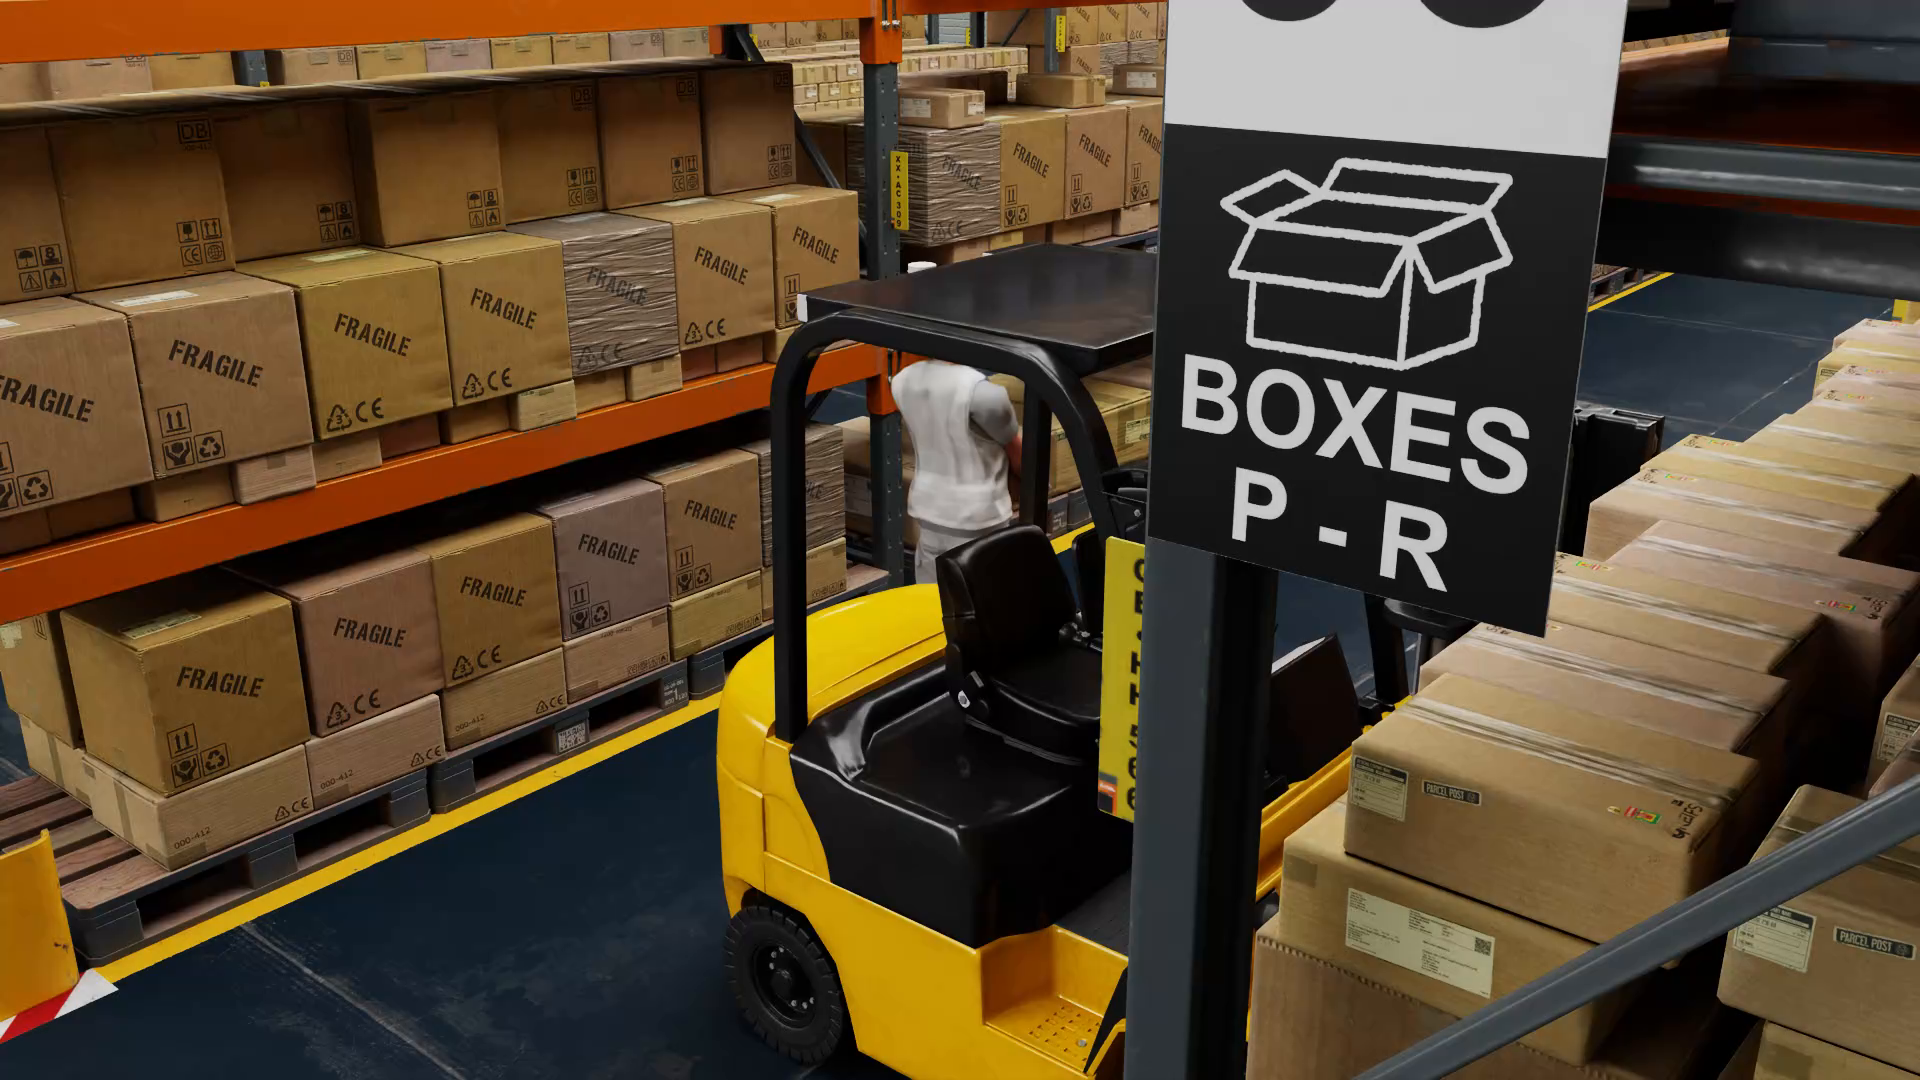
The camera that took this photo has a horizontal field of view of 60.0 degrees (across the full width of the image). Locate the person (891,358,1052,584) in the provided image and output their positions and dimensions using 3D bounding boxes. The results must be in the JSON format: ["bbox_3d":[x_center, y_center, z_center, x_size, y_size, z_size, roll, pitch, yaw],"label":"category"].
[{"bbox_3d":[0.058,-0.096,6.310,0.494,1.783,0.557,15,25,36],"label":"person"}]
